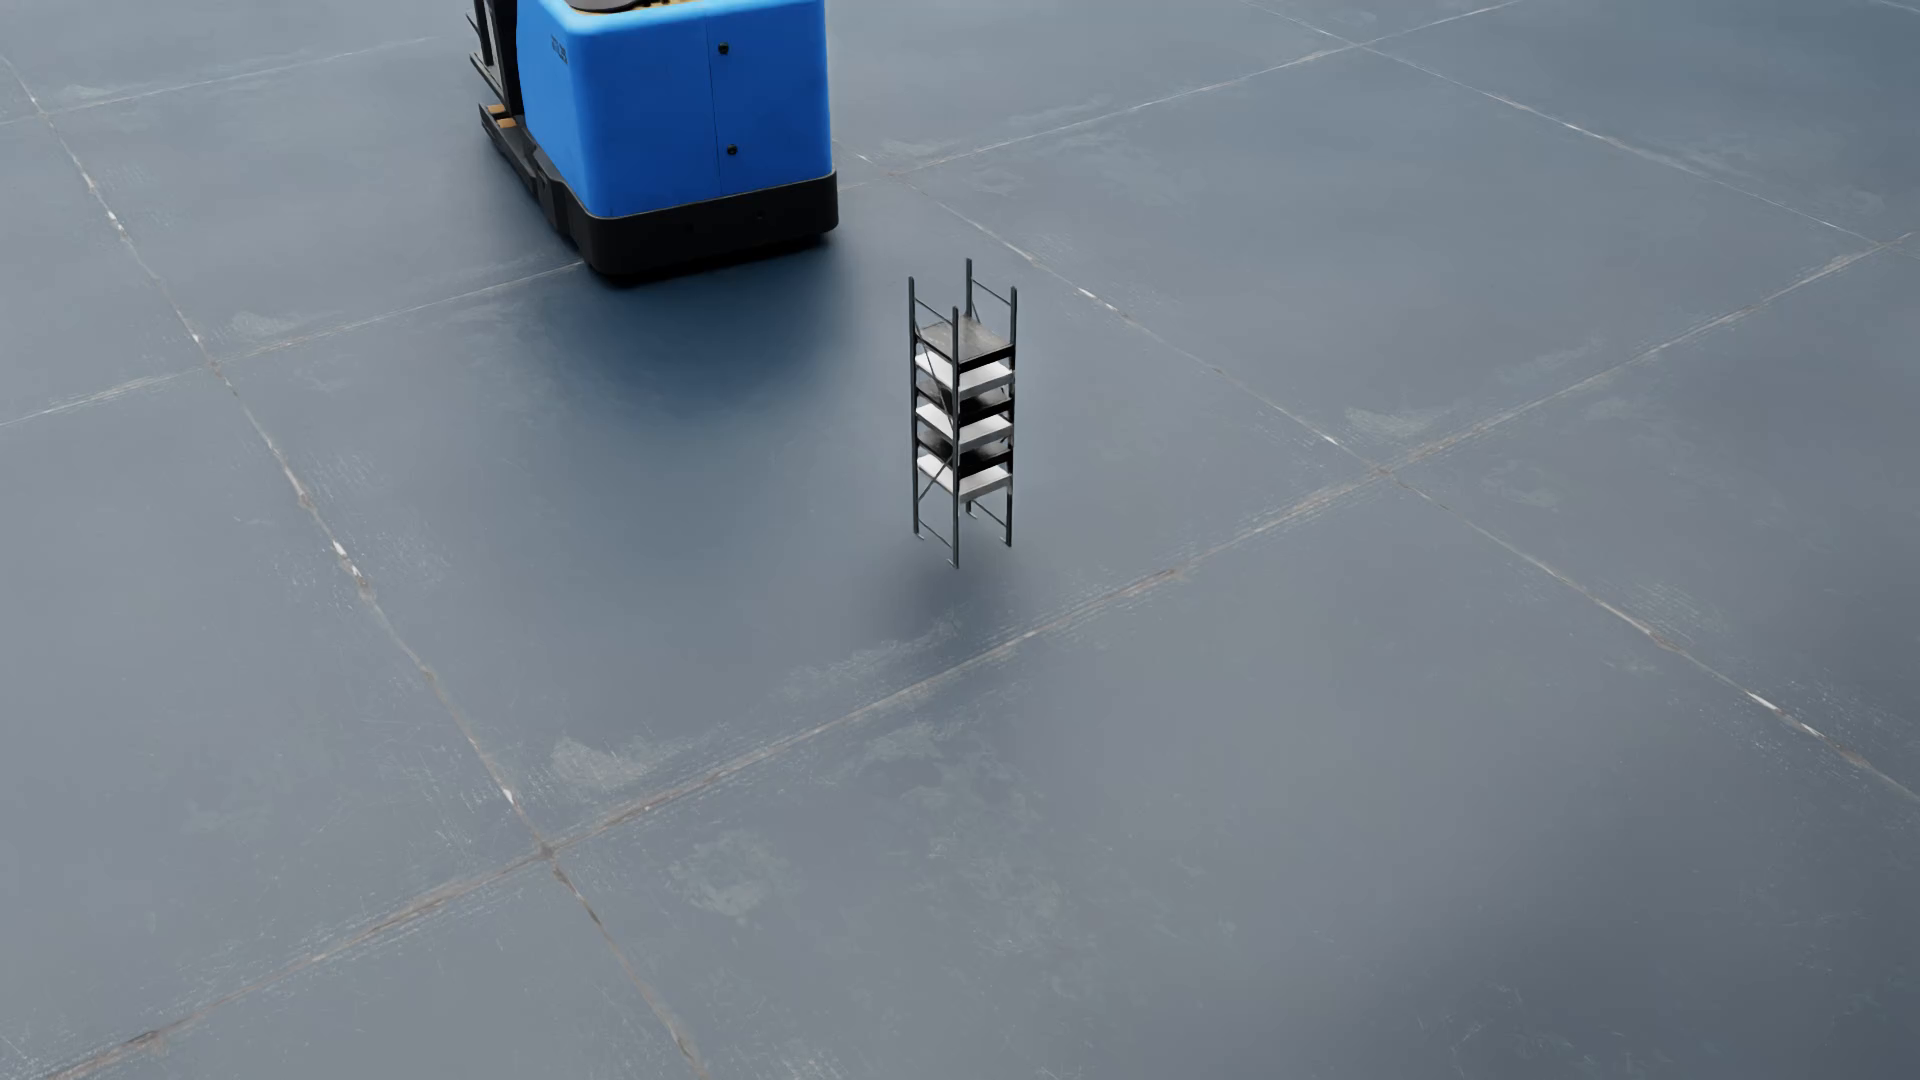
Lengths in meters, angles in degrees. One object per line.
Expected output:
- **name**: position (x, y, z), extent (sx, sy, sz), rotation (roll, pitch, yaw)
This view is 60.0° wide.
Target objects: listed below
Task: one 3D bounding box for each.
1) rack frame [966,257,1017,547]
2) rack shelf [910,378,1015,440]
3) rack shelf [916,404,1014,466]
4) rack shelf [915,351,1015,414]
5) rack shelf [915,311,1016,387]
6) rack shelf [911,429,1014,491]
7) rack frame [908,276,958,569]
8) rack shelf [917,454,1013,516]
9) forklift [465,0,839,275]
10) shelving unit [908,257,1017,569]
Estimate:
- **rack frame**: position (0.090, -0.402, 5.039), extent (0.006, 0.900, 0.240), rotation (-22, 41, -28)
- **rack shelf**: position (0.007, -0.414, 4.958), extent (0.200, 0.077, 0.258), rotation (-22, 41, -28)
- **rack shelf**: position (0.007, -0.341, 5.011), extent (0.200, 0.077, 0.258), rotation (-22, 41, -28)
- **rack shelf**: position (0.007, -0.487, 4.905), extent (0.200, 0.077, 0.258), rotation (-22, 41, -28)
- **rack shelf**: position (0.007, -0.560, 4.853), extent (0.200, 0.077, 0.258), rotation (-22, 41, -28)
- **rack shelf**: position (0.007, -0.268, 5.063), extent (0.200, 0.077, 0.258), rotation (-22, 41, -28)
- **rack frame**: position (-0.076, -0.334, 4.943), extent (0.006, 0.900, 0.240), rotation (-22, 41, -28)
- **rack shelf**: position (0.007, -0.195, 5.116), extent (0.200, 0.077, 0.258), rotation (-22, 41, -28)
- **forklift**: position (-1.617, -3.088, 7.033), extent (1.130, 2.935, 3.031), rotation (-16, 39, -21)
- **shelving unit**: position (0.007, -0.368, 4.991), extent (0.210, 0.900, 0.258), rotation (-22, 41, -28)
